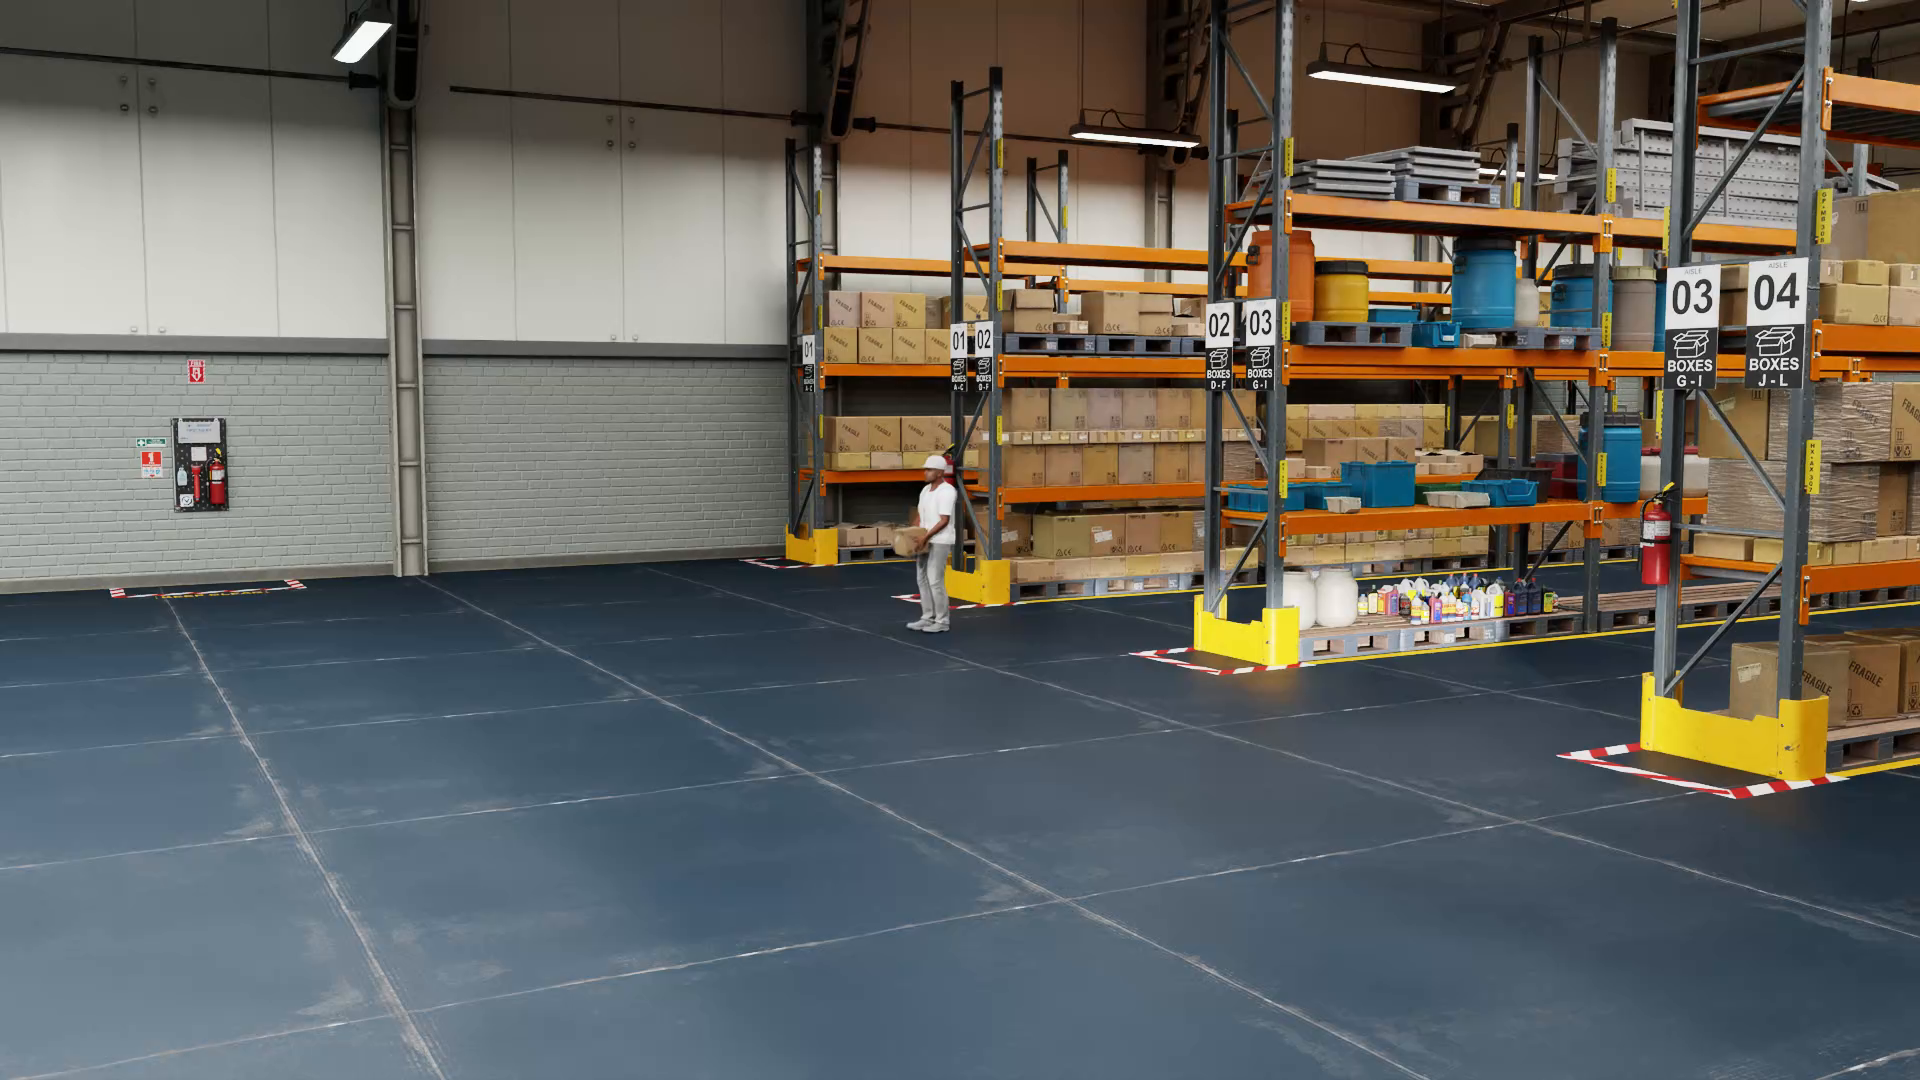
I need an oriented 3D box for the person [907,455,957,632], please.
[{"bbox_3d":[-0.312,0.036,16.699,0.520,1.769,0.558,-3,6,-29],"label":"person"}]
